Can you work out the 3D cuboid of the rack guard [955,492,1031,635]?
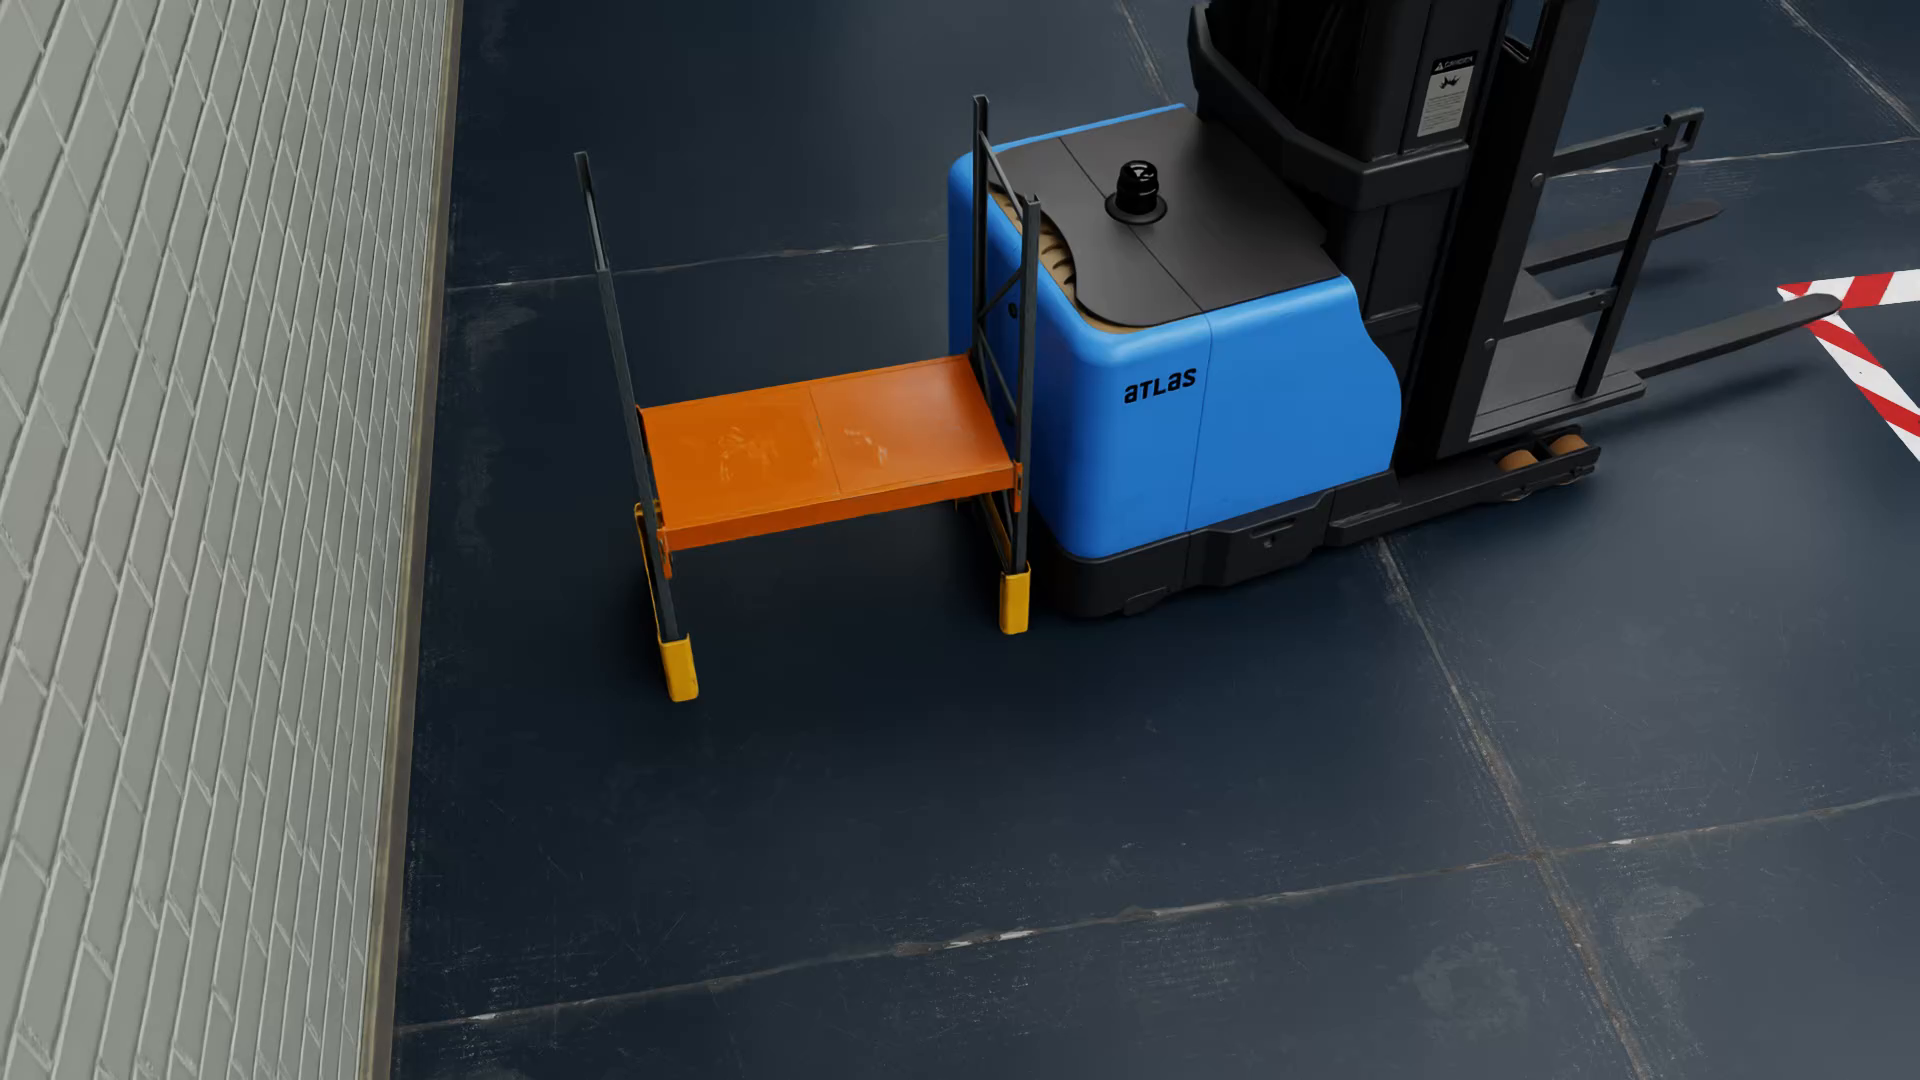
[{"bbox_3d":[0.094,-0.011,5.087,0.087,0.250,0.587,-11,47,-10],"label":"rack guard"}]

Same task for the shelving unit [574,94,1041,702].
[{"bbox_3d":[-0.387,-0.353,4.548,1.083,1.500,0.587,-11,47,-10],"label":"shelving unit"}]

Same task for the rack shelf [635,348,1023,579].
[{"bbox_3d":[-0.378,-0.229,4.679,1.000,0.185,0.538,-11,47,-10],"label":"rack shelf"}]

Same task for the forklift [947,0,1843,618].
[{"bbox_3d":[1.517,-1.479,4.639,3.031,2.935,1.130,-17,48,-15],"label":"forklift"}]

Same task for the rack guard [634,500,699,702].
[{"bbox_3d":[-0.868,0.173,4.909,0.087,0.250,0.587,-11,47,-10],"label":"rack guard"}]

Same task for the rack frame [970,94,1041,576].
[{"bbox_3d":[0.113,-0.449,4.641,0.032,1.500,0.500,-11,47,-10],"label":"rack frame"}]

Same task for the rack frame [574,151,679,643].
[{"bbox_3d":[-0.869,-0.260,4.459,0.032,1.500,0.500,-11,47,-10],"label":"rack frame"}]
